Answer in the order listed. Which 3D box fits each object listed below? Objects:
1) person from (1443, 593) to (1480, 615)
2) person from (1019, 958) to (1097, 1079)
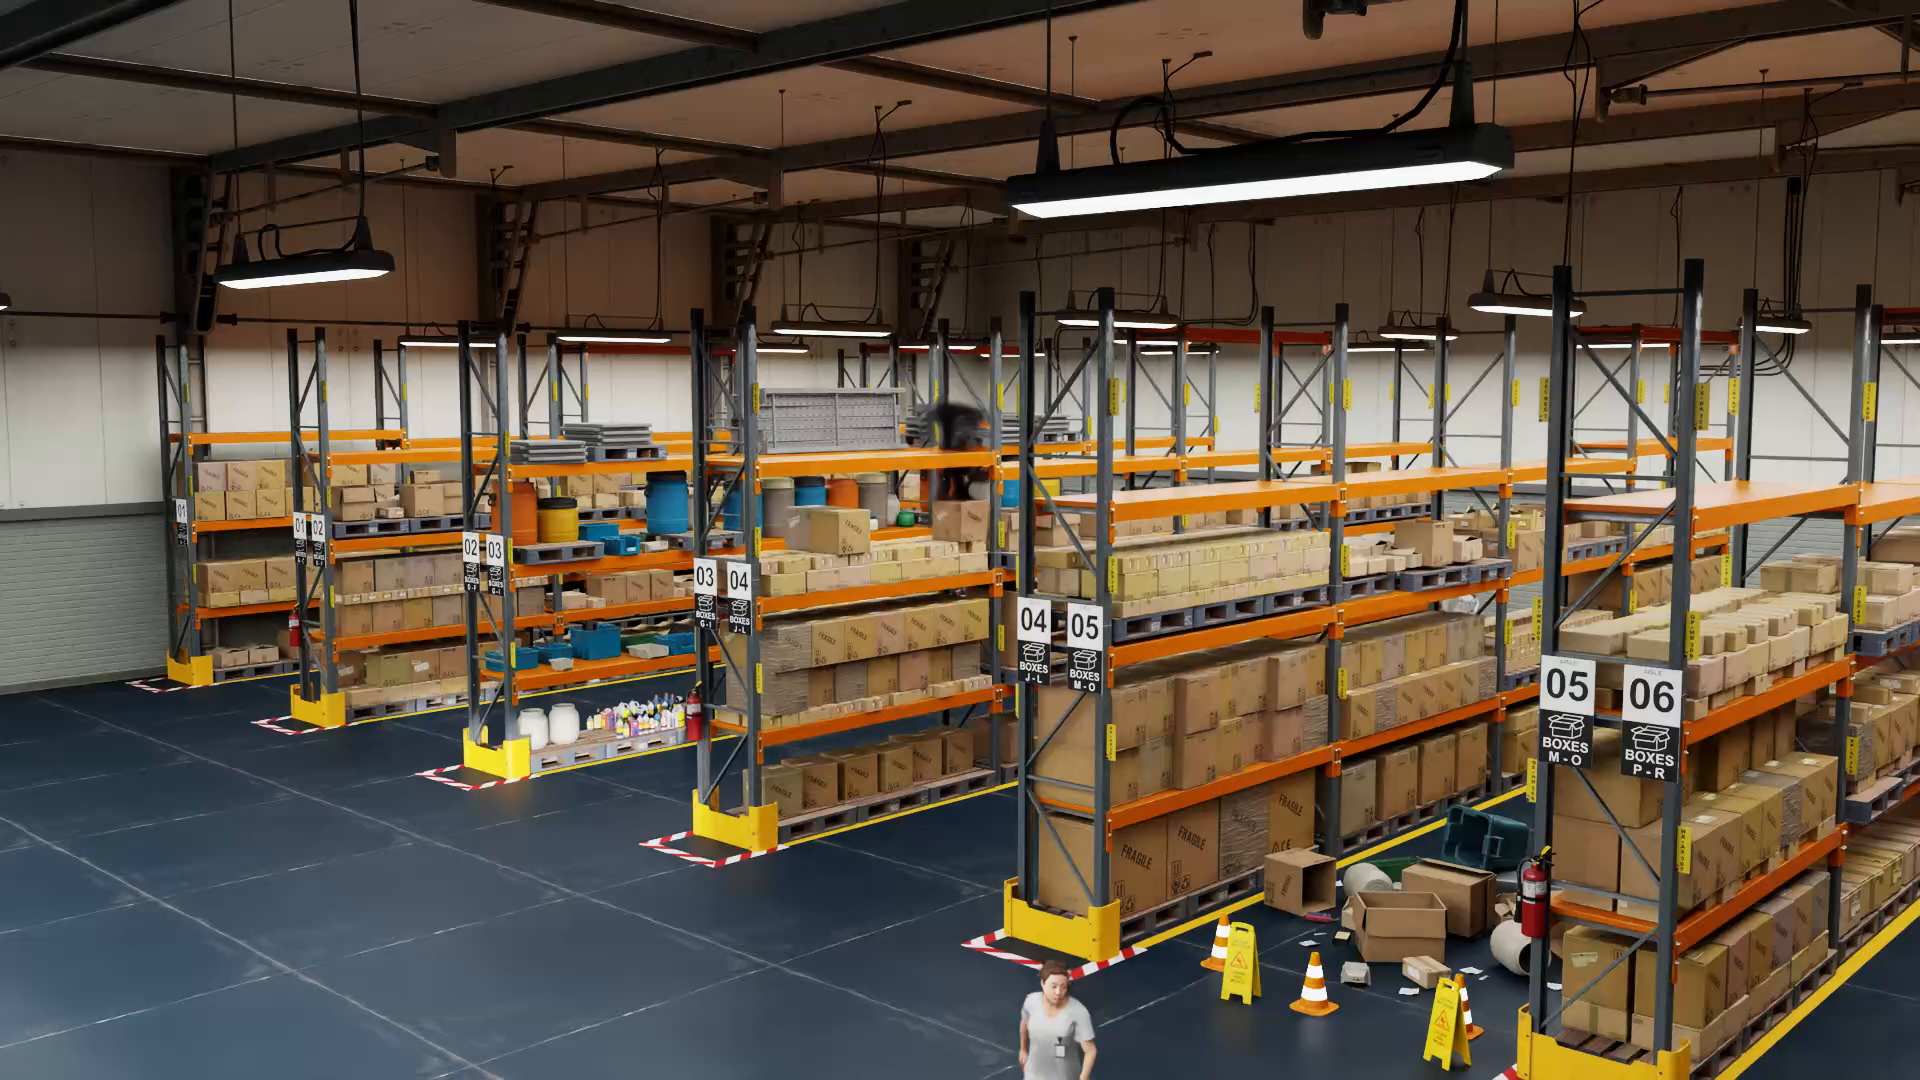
[{"bbox_3d":[9.293,1.477,30.848,0.581,1.637,0.824,-3,6,-33],"label":"person"},{"bbox_3d":[0.583,3.004,10.280,0.546,0.863,0.707,1,5,12],"label":"person"}]
